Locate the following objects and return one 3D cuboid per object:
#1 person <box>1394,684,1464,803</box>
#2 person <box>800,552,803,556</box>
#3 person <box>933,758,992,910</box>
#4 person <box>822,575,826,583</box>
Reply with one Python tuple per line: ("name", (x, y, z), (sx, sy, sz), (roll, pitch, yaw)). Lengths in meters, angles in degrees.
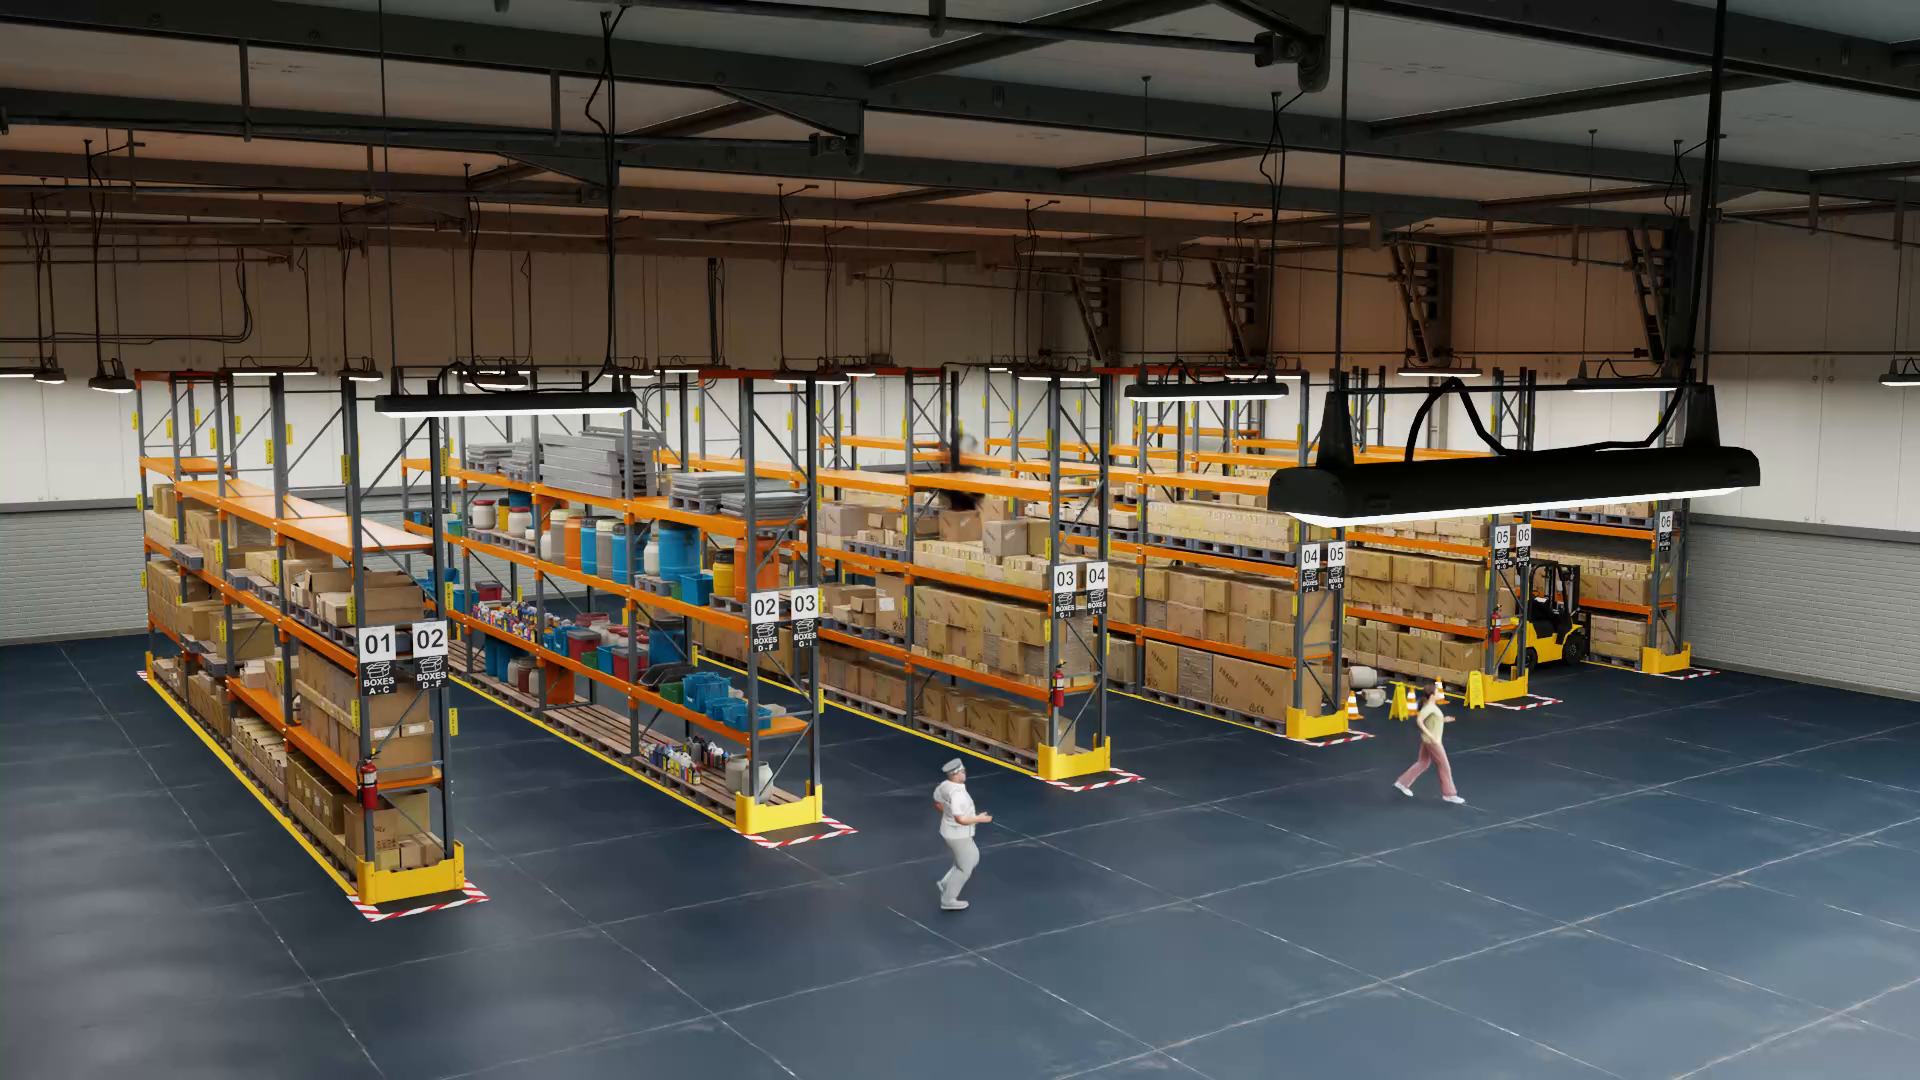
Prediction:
("person", (6.606, 2.844, 23.338), (0.957, 1.666, 0.569), (0, 6, 4))
("person", (-3.823, 1.104, 38.846), (0.698, 1.701, 0.583), (-4, 8, -31))
("person", (0.040, 3.328, 18.916), (0.602, 1.744, 0.650), (-1, 7, -13))
("person", (-2.935, 1.509, 34.971), (0.662, 1.716, 0.989), (-5, 8, -39))
